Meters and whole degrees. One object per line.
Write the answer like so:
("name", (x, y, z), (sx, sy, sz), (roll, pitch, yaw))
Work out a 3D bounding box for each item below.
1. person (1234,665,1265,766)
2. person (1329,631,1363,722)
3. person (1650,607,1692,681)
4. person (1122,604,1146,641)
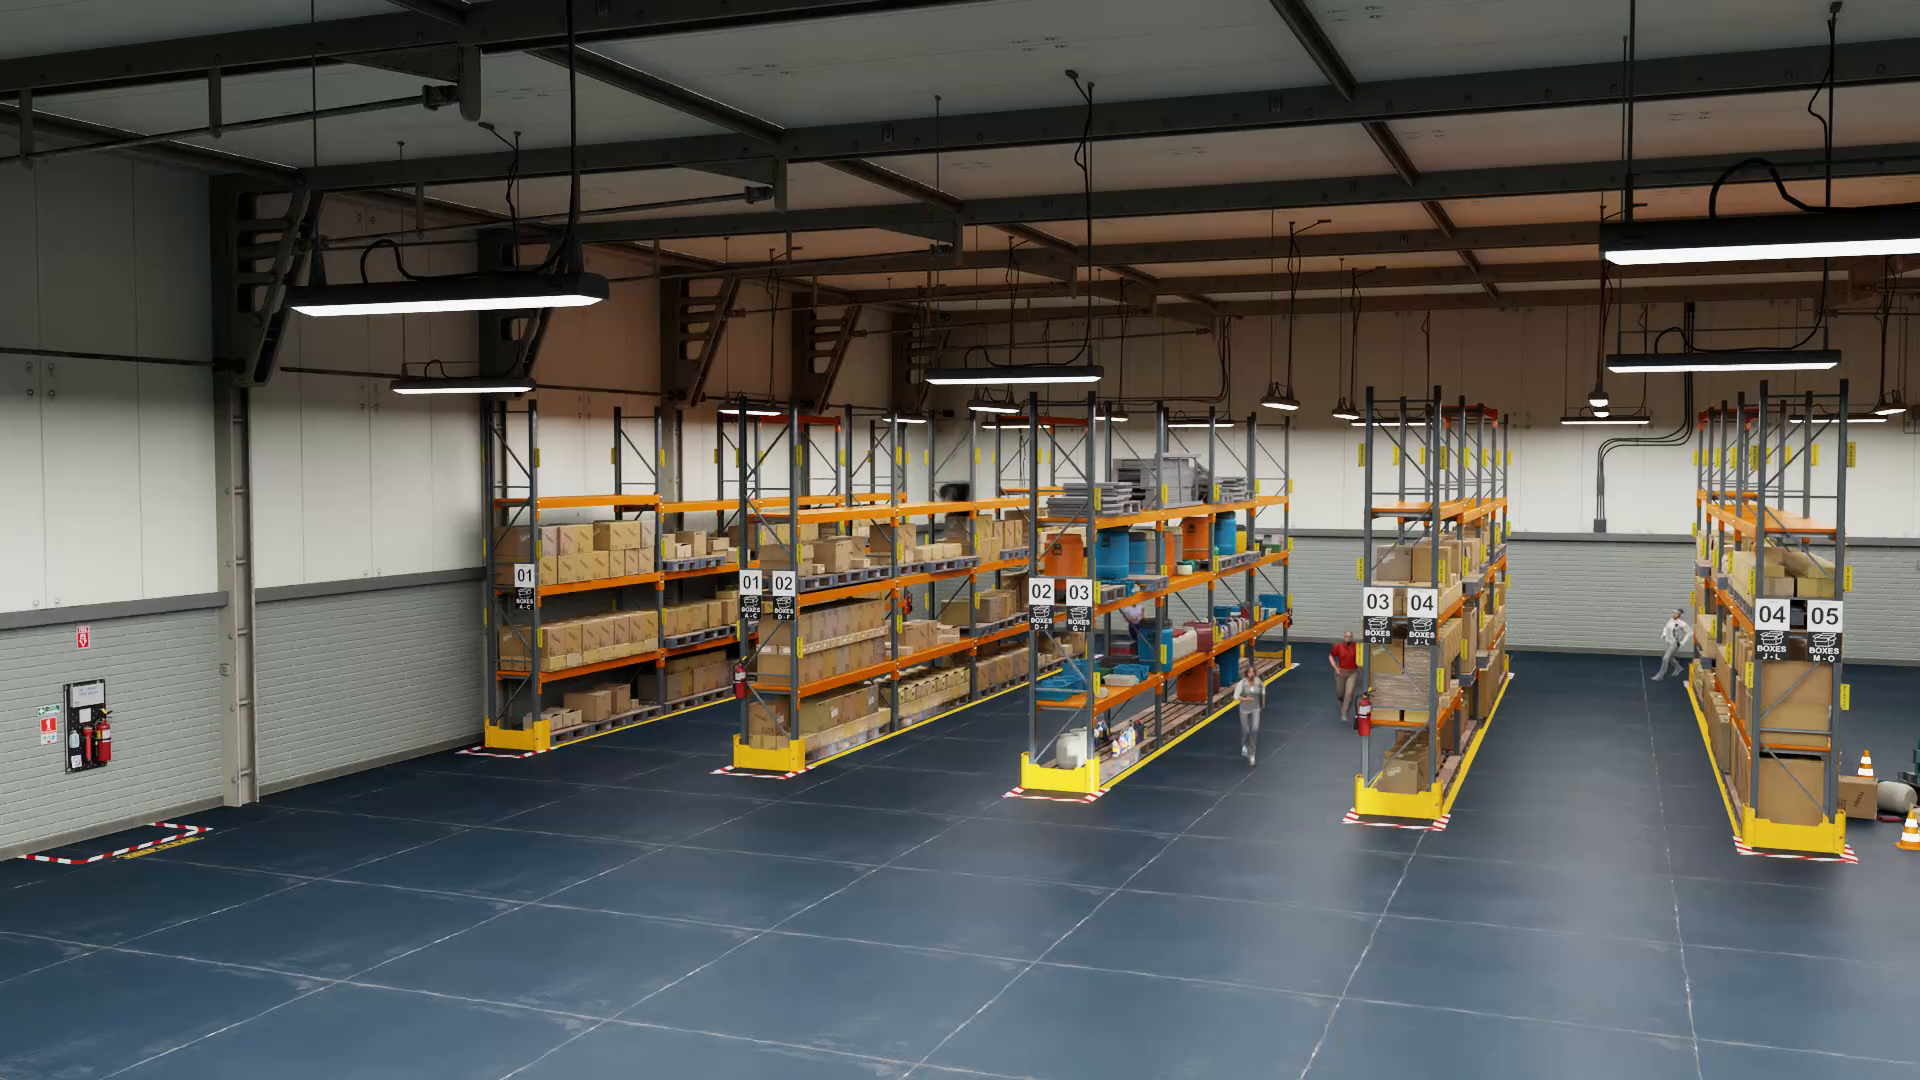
("person", (4.768, 2.858, 27.415), (0.562, 1.621, 0.844), (0, 3, -2))
("person", (7.440, 2.594, 31.938), (0.688, 1.713, 0.813), (1, 3, 12))
("person", (15.962, 2.325, 37.234), (0.880, 1.656, 0.671), (-1, 3, -19))
("person", (4.292, 2.202, 40.782), (0.646, 1.682, 0.809), (0, 3, -3))
